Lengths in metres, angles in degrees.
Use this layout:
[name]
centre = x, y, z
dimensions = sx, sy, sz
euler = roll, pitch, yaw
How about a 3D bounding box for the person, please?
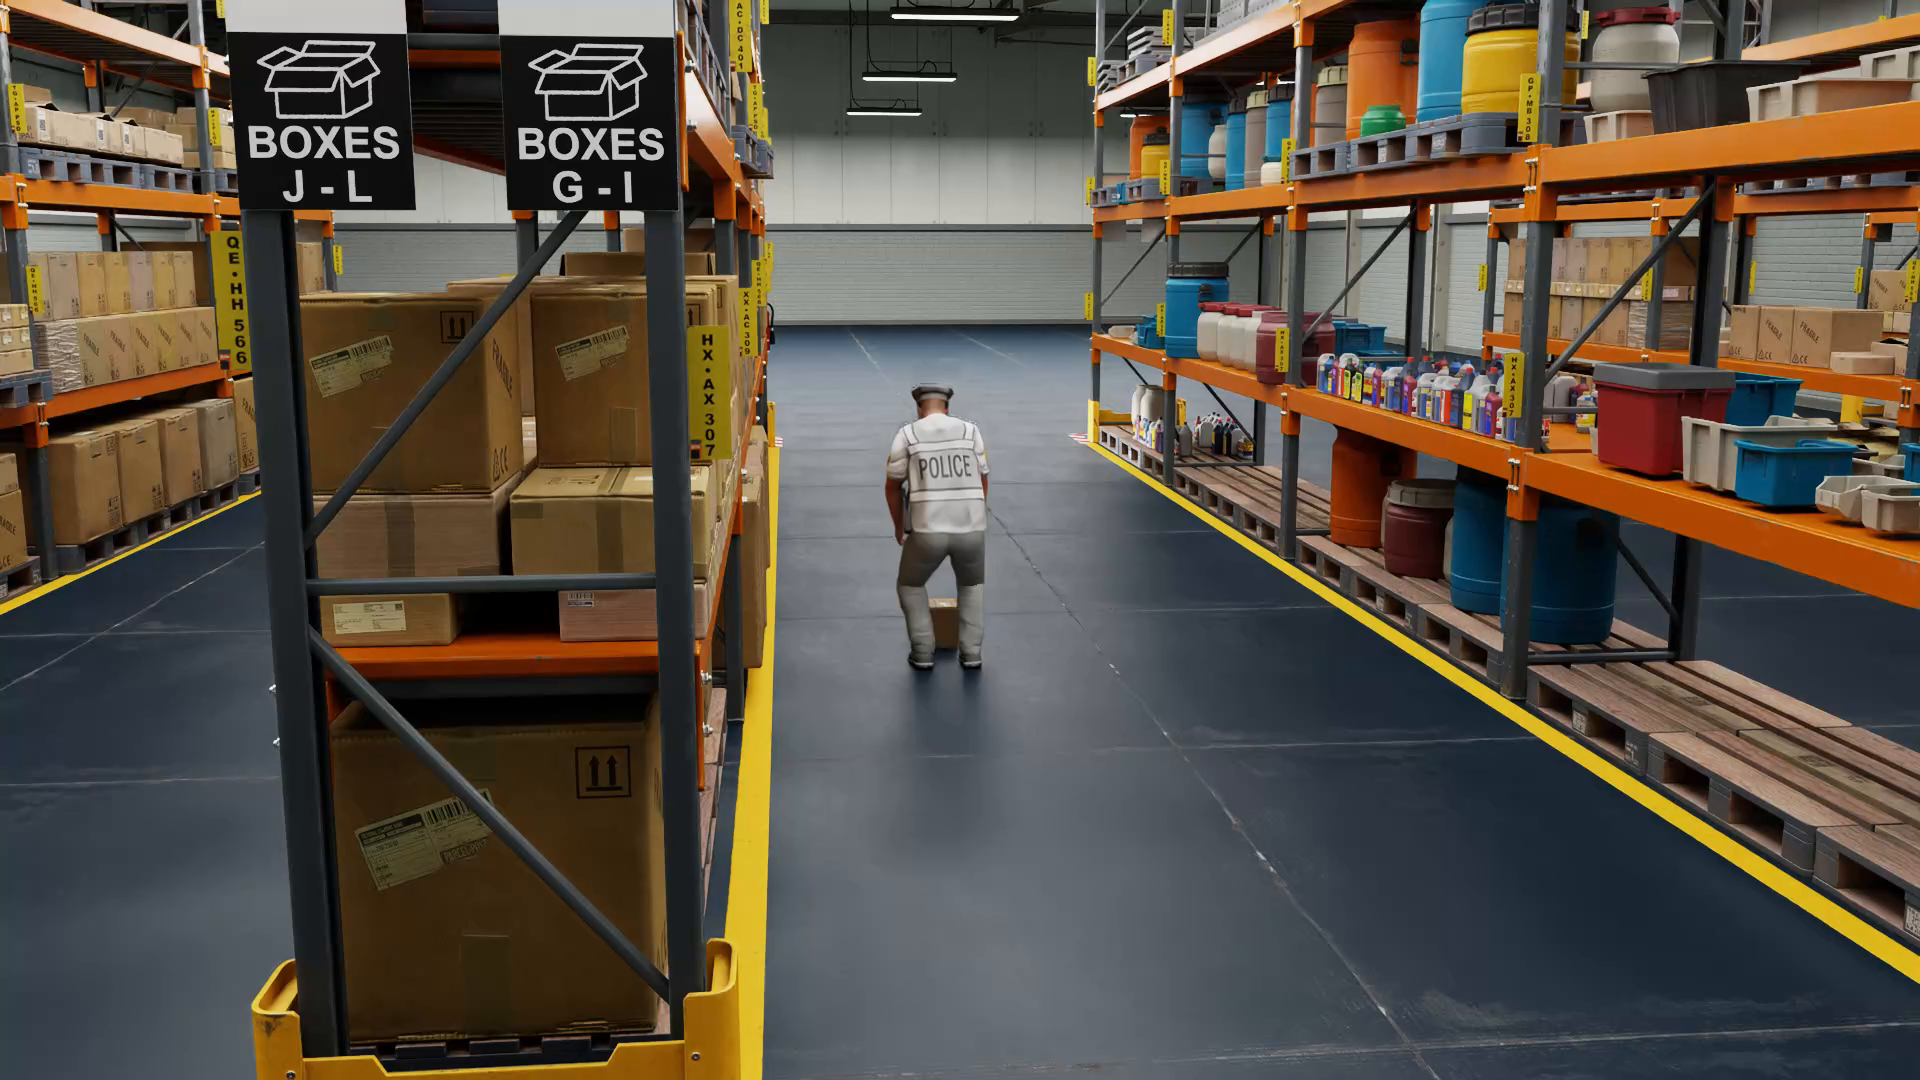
[person]
centre = -0.126, -0.072, 9.352
dimensions = 0.584, 1.572, 0.682
euler = -1, 10, -6
